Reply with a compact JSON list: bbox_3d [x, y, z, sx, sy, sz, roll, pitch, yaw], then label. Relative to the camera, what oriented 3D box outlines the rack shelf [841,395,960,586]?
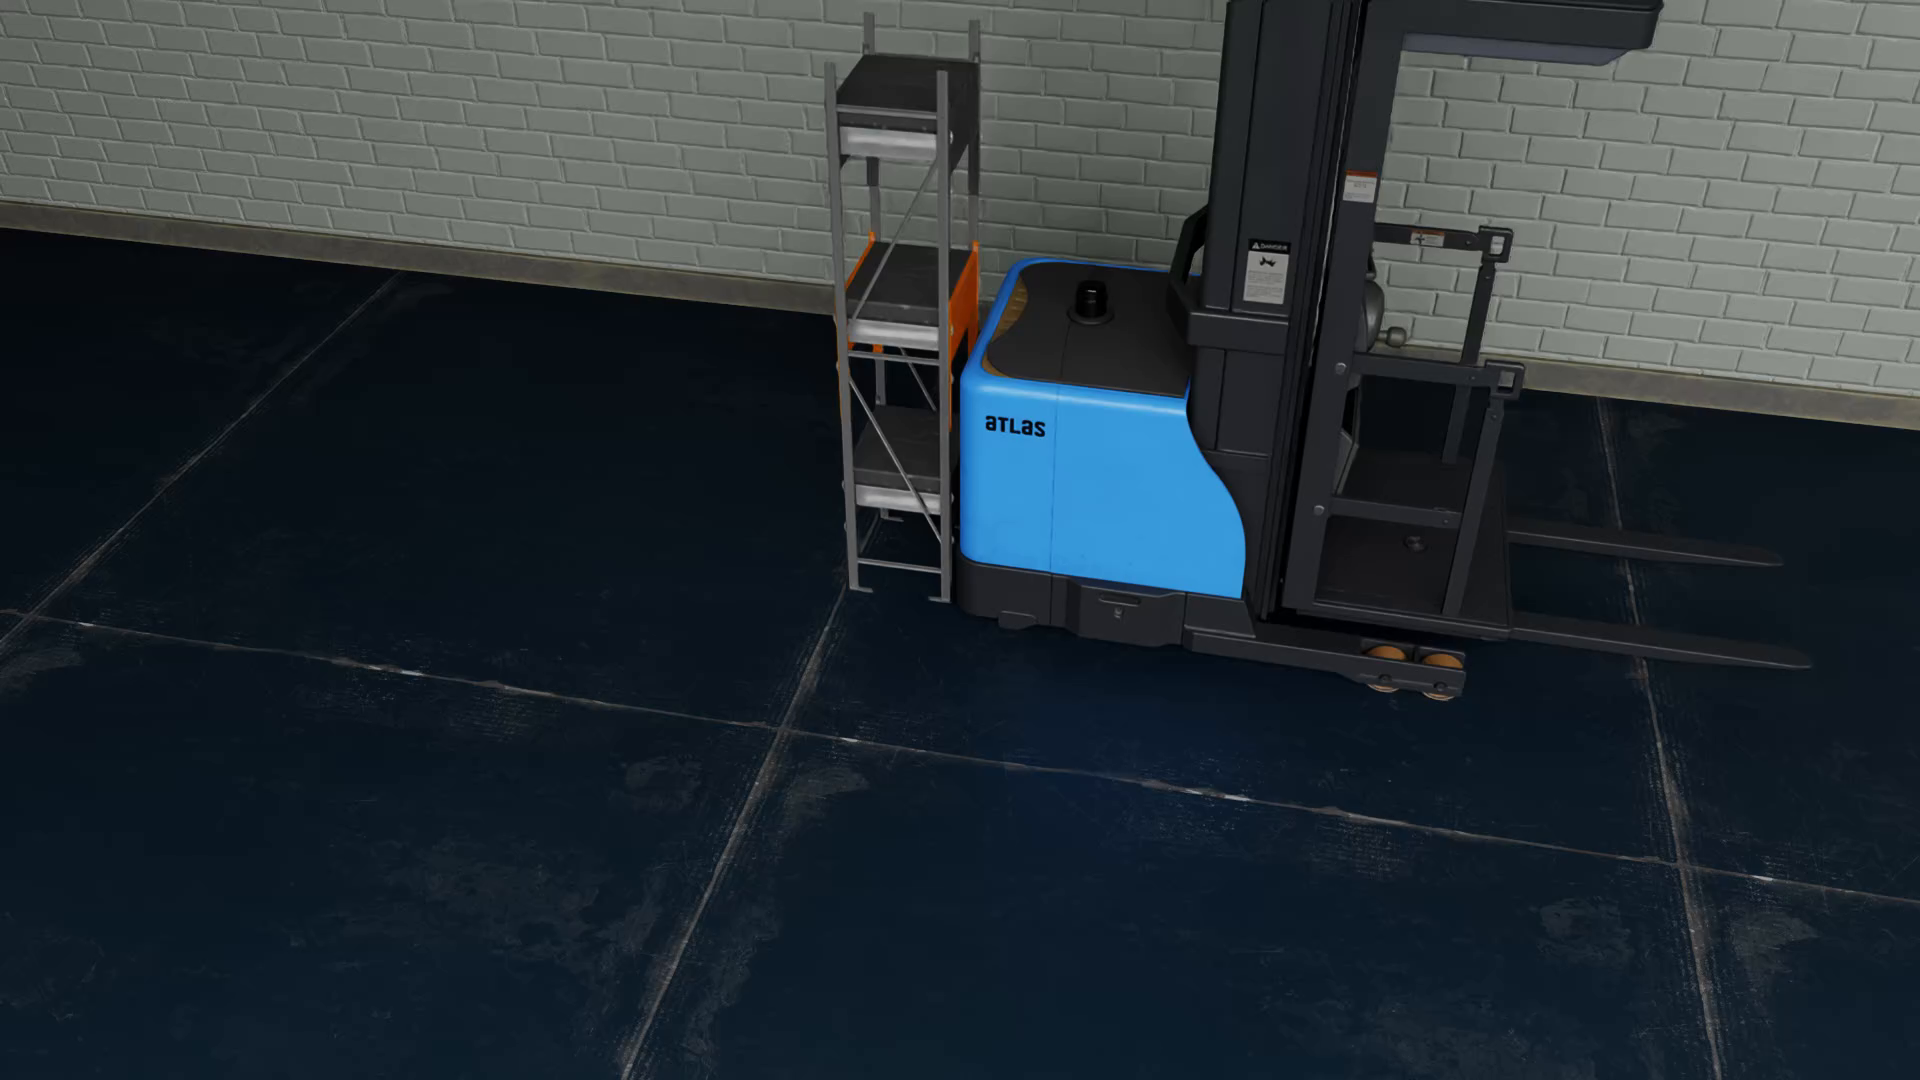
[{"bbox_3d":[-0.182,-0.197,6.449,0.431,0.518,0.480,7,37,10],"label":"rack shelf"}]

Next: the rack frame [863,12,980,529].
[{"bbox_3d":[-0.131,-0.915,6.223,0.400,2.100,0.015,7,37,10],"label":"rack frame"}]

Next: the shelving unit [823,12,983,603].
[{"bbox_3d":[-0.182,-0.775,6.030,0.431,2.100,0.503,7,37,10],"label":"shelving unit"}]

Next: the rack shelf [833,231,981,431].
[{"bbox_3d":[-0.182,-0.764,6.038,0.431,0.518,0.480,7,37,10],"label":"rack shelf"}]

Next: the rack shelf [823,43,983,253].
[{"bbox_3d":[-0.182,-1.331,5.627,0.431,0.518,0.480,7,37,10],"label":"rack shelf"}]

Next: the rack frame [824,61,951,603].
[{"bbox_3d":[-0.234,-0.635,5.837,0.400,2.100,0.015,7,37,10],"label":"rack frame"}]

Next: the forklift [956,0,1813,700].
[{"bbox_3d":[1.558,-0.957,5.573,3.031,2.935,1.130,8,37,10],"label":"forklift"}]
